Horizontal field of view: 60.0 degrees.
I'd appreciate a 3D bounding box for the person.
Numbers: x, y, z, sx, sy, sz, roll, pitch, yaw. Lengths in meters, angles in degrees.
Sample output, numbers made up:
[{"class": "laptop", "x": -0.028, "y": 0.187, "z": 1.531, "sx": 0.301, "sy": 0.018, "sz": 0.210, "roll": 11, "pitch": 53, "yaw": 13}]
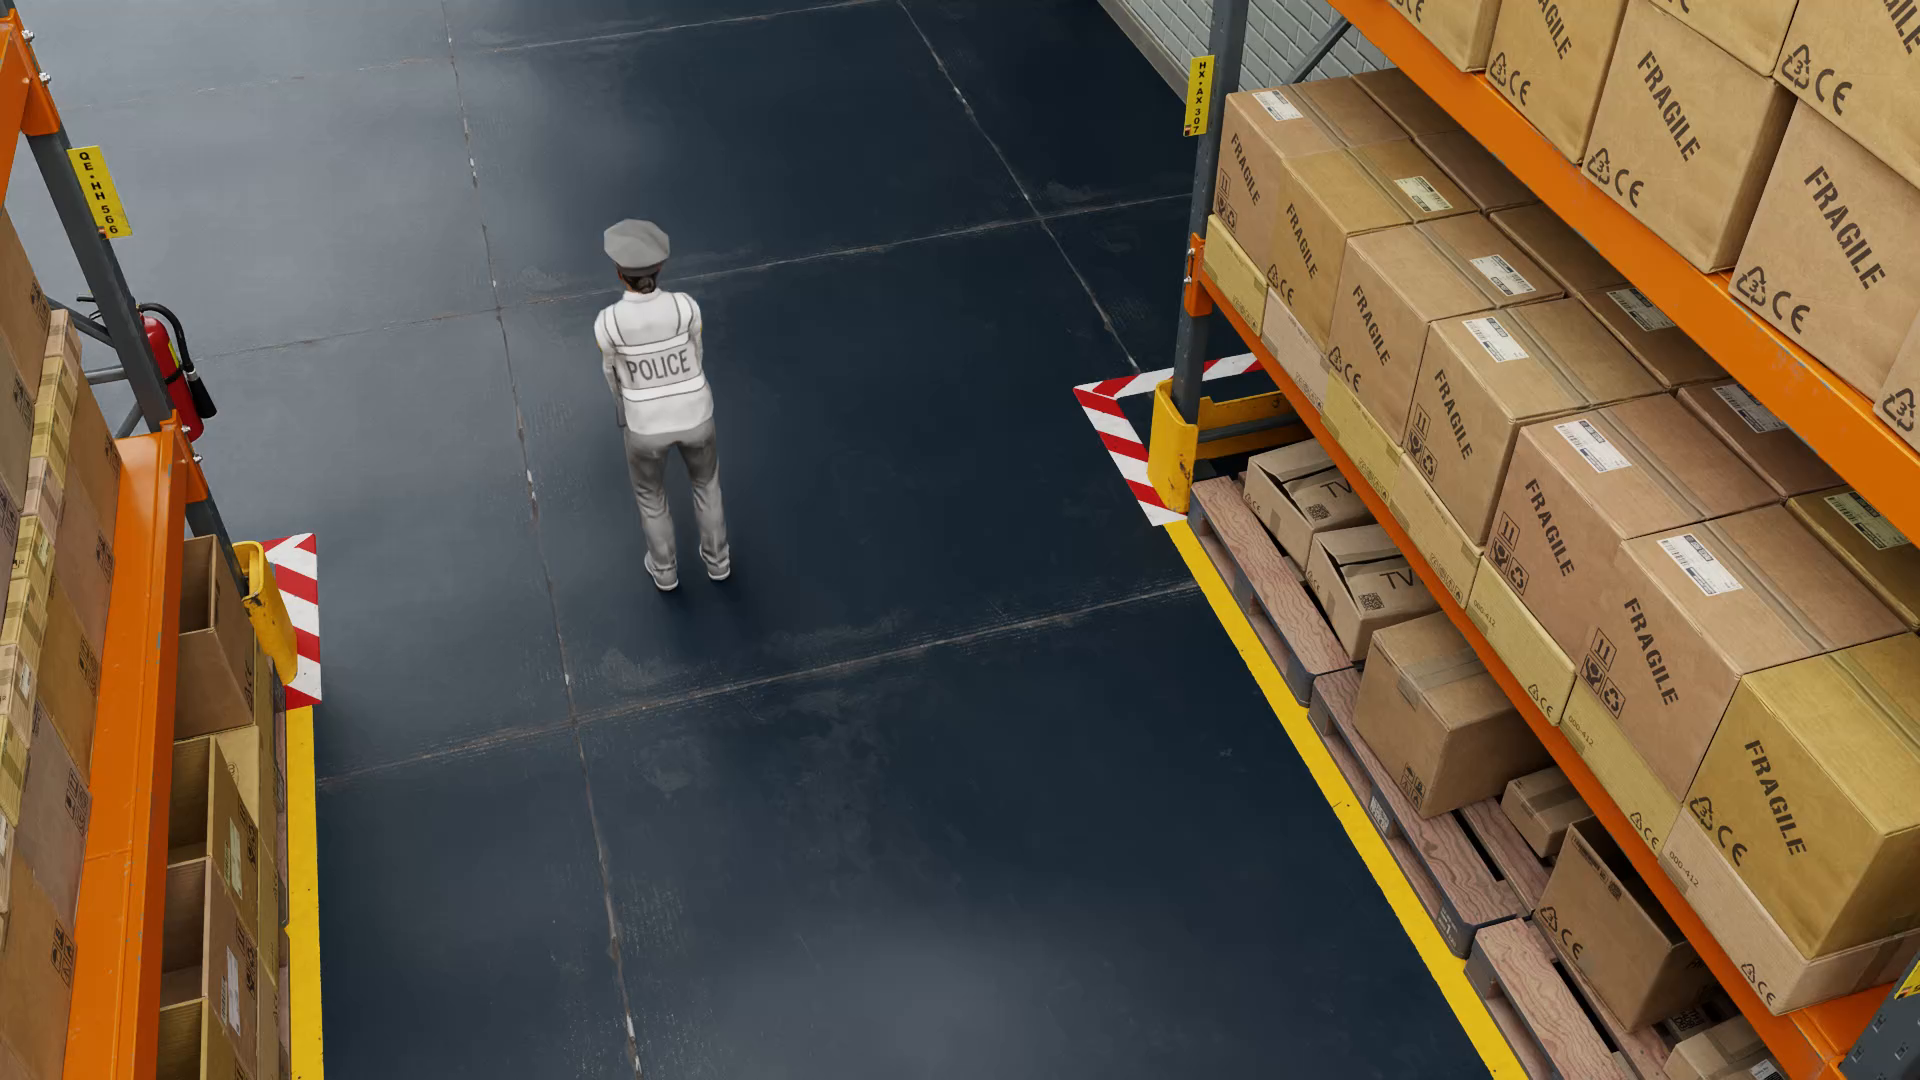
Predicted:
[{"class": "person", "x": -1.215, "y": -0.534, "z": 6.749, "sx": 0.415, "sy": 1.665, "sz": 0.542, "roll": -13, "pitch": 44, "yaw": -14}]
